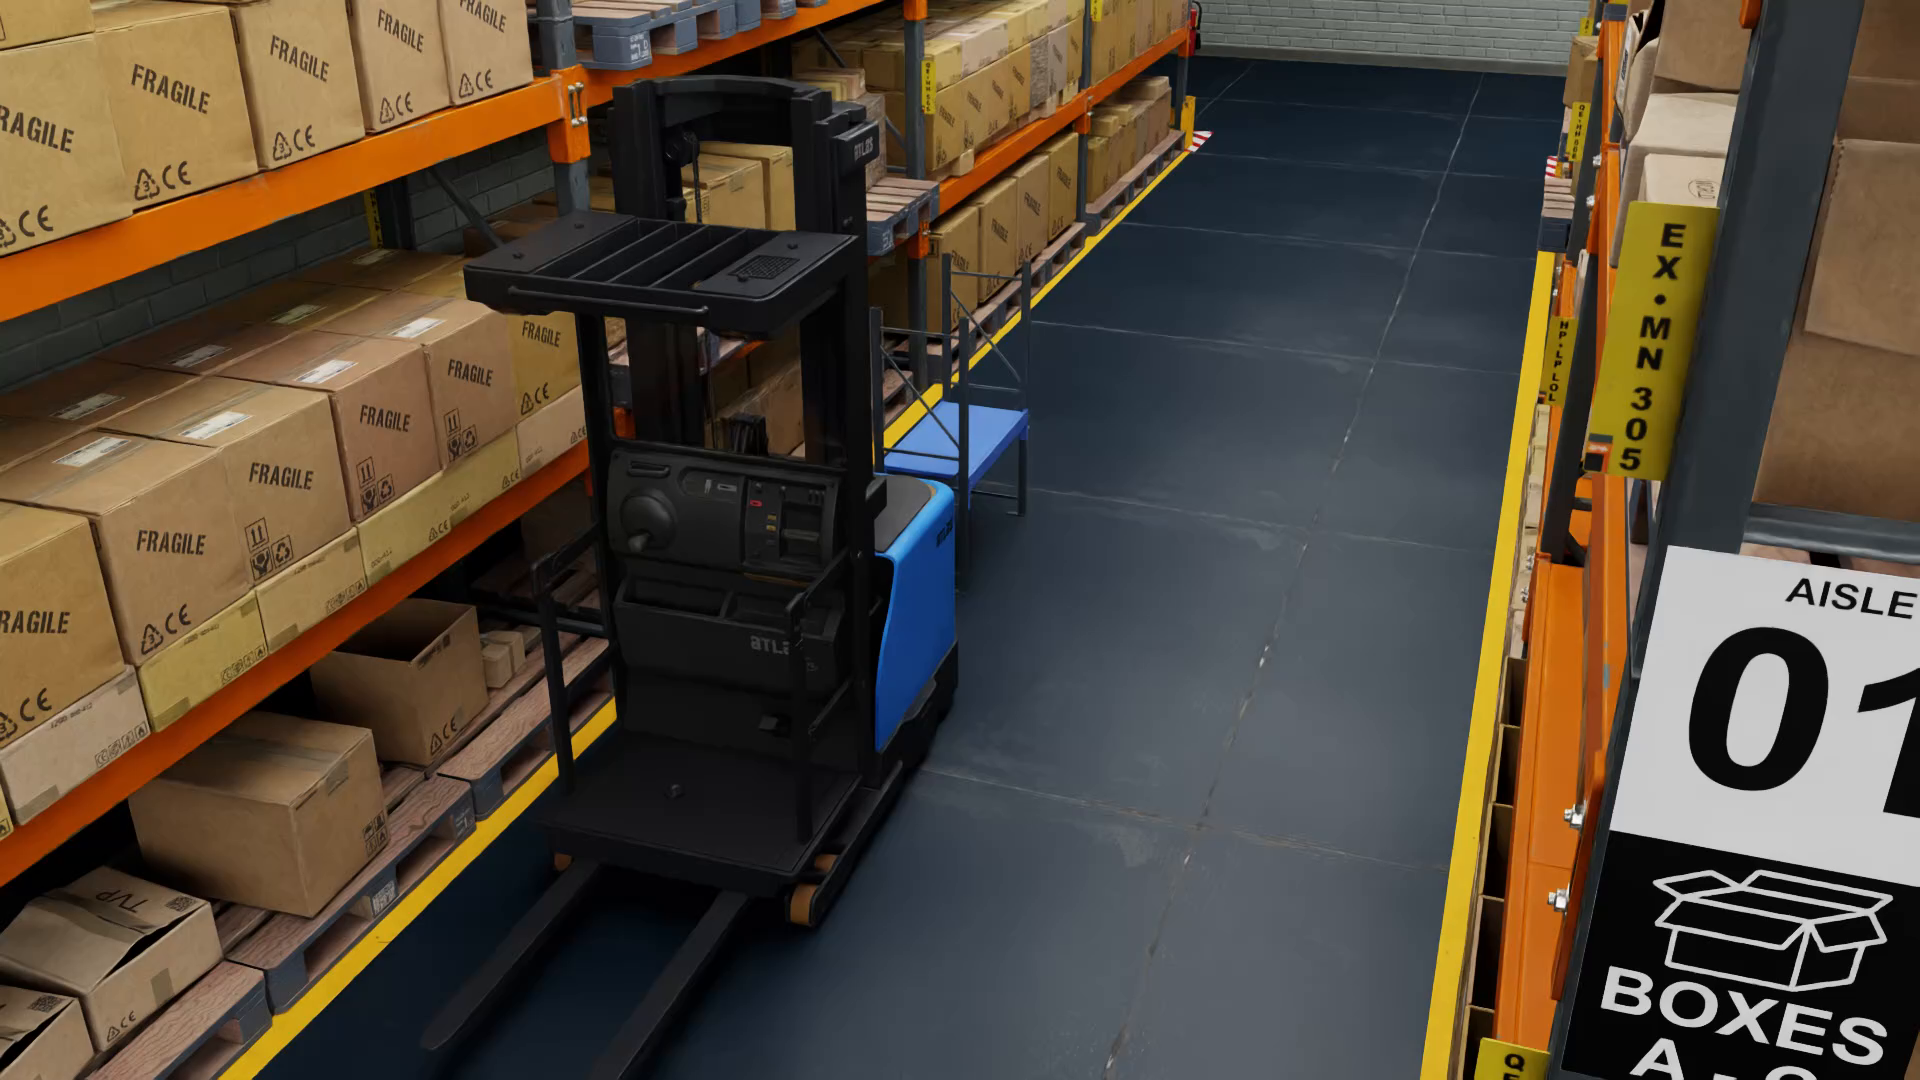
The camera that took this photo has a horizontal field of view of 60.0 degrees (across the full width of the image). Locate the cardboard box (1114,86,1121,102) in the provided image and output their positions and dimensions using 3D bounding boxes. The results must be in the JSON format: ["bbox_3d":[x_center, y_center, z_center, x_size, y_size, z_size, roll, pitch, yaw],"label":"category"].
[{"bbox_3d":[1.411,-4.540,16.827,0.380,0.149,0.250,9,27,18],"label":"cardboard box"}]

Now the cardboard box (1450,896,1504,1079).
[{"bbox_3d":[1.681,1.404,4.720,0.500,0.500,0.500,9,27,17],"label":"cardboard box"}]

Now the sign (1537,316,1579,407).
[{"bbox_3d":[2.113,-0.629,5.869,0.100,0.325,0.005,9,27,17],"label":"sign"}]

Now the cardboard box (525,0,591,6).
[{"bbox_3d":[-1.787,-2.583,7.103,0.500,0.500,0.500,13,29,25],"label":"cardboard box"}]

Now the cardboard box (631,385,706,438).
[{"bbox_3d":[-1.672,-0.682,8.720,0.500,0.250,0.500,8,27,16],"label":"cardboard box"}]

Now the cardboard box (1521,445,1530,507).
[{"bbox_3d":[3.341,-0.285,9.069,0.500,0.250,0.500,8,27,16],"label":"cardboard box"}]

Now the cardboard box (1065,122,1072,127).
[{"bbox_3d":[0.988,-4.016,15.744,0.380,0.149,0.250,8,27,16],"label":"cardboard box"}]

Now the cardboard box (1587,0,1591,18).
[{"bbox_3d":[6.225,-4.901,15.815,0.500,0.500,0.500,9,27,19],"label":"cardboard box"}]

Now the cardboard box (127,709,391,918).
[{"bbox_3d":[-2.580,0.986,6.136,0.700,0.500,0.500,7,27,14],"label":"cardboard box"}]

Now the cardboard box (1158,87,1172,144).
[{"bbox_3d":[1.810,-4.479,17.445,0.700,0.500,0.500,9,27,17],"label":"cardboard box"}]

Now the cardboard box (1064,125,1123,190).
[{"bbox_3d":[1.133,-3.635,15.703,0.700,0.500,0.500,8,27,17],"label":"cardboard box"}]

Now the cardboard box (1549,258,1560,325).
[{"bbox_3d":[4.390,-1.633,11.544,0.500,0.500,0.500,8,27,15],"label":"cardboard box"}]

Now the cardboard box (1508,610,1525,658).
[{"bbox_3d":[2.492,0.519,6.765,0.500,0.311,0.500,9,27,17],"label":"cardboard box"}]

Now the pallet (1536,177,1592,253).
[{"bbox_3d":[4.118,-1.915,9.983,1.213,0.211,1.003,9,27,17],"label":"pallet"}]

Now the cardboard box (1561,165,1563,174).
[{"bbox_3d":[6.006,-3.573,15.837,0.500,0.250,0.500,9,27,17],"label":"cardboard box"}]

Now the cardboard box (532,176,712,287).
[{"bbox_3d":[-1.650,-1.461,8.207,0.700,0.500,0.500,12,28,23],"label":"cardboard box"}]

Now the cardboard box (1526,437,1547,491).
[{"bbox_3d":[3.169,-0.317,8.493,0.500,0.311,0.500,8,27,16],"label":"cardboard box"}]

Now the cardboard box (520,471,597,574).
[{"bbox_3d":[-1.815,-0.163,8.509,0.700,0.500,0.500,10,27,19],"label":"cardboard box"}]

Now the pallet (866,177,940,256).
[{"bbox_3d":[-0.850,-2.035,10.230,1.213,0.211,1.003,9,27,17],"label":"pallet"}]

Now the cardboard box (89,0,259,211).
[{"bbox_3d":[-2.489,-1.300,4.913,0.500,0.500,0.500,10,28,21],"label":"cardboard box"}]

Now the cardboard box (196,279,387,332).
[{"bbox_3d":[-2.574,-0.690,6.521,0.500,0.500,0.500,9,27,17],"label":"cardboard box"}]

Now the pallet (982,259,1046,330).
[{"bbox_3d":[0.027,-1.987,13.112,1.003,0.211,1.213,9,27,17],"label":"pallet"}]

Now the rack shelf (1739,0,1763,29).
[{"bbox_3d":[1.962,-1.443,3.189,1.077,0.370,4.000,9,27,17],"label":"rack shelf"}]

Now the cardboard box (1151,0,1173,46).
[{"bbox_3d":[1.557,-5.340,16.493,0.980,0.700,0.700,9,27,17],"label":"cardboard box"}]

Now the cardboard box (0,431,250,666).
[{"bbox_3d":[-2.582,0.014,5.069,0.500,0.500,0.500,8,27,16],"label":"cardboard box"}]

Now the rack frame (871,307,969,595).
[{"bbox_3d":[-0.198,-0.431,8.419,0.500,1.500,0.032,9,27,17],"label":"rack frame"}]

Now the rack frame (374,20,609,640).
[{"bbox_3d":[-2.045,-0.786,7.430,1.000,3.000,0.127,9,27,17],"label":"rack frame"}]

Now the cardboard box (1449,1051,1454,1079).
[{"bbox_3d":[1.684,1.742,4.883,0.500,0.250,0.500,9,27,17],"label":"cardboard box"}]

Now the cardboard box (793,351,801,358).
[{"bbox_3d":[-1.185,-1.004,10.245,0.700,0.500,0.500,9,27,17],"label":"cardboard box"}]

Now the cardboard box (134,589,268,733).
[{"bbox_3d":[-2.580,0.338,5.258,0.500,0.250,0.500,8,27,17],"label":"cardboard box"}]

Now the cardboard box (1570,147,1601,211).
[{"bbox_3d":[4.062,-2.222,9.800,0.700,0.500,0.500,0,26,0],"label":"cardboard box"}]

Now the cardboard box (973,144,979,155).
[{"bbox_3d":[-0.080,-2.855,11.971,0.380,0.149,0.250,9,27,19],"label":"cardboard box"}]

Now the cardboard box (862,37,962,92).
[{"bbox_3d":[-0.310,-3.116,10.903,0.500,0.250,0.500,9,27,19],"label":"cardboard box"}]

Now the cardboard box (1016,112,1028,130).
[{"bbox_3d":[0.308,-3.273,12.834,0.380,0.149,0.250,8,27,16],"label":"cardboard box"}]

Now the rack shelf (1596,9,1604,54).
[{"bbox_3d":[4.624,-3.561,10.545,1.077,0.370,4.000,9,27,17],"label":"rack shelf"}]

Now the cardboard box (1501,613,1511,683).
[{"bbox_3d":[2.663,0.560,7.325,0.500,0.250,0.500,8,27,17],"label":"cardboard box"}]

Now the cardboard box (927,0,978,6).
[{"bbox_3d":[-0.111,-4.025,12.781,0.500,0.250,0.500,8,27,16],"label":"cardboard box"}]

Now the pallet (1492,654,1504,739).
[{"bbox_3d":[2.836,0.878,7.194,1.003,0.211,1.213,9,27,17],"label":"pallet"}]

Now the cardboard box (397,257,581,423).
[{"bbox_3d":[-1.910,-0.825,6.801,0.500,0.500,0.500,9,27,17],"label":"cardboard box"}]

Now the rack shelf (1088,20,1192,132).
[{"bbox_3d":[1.283,-4.571,16.075,1.077,0.370,4.000,9,27,17],"label":"rack shelf"}]

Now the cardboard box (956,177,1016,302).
[{"bbox_3d":[-0.048,-2.293,12.529,0.750,0.750,0.750,9,27,17],"label":"cardboard box"}]

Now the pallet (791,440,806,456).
[{"bbox_3d":[-1.383,-0.354,9.738,1.003,0.211,1.213,9,27,17],"label":"pallet"}]

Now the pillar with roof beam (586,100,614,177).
[{"bbox_3d":[2.098,-4.096,7.384,9.100,9.000,0.400,9,27,17],"label":"pillar with roof beam"}]

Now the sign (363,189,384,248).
[{"bbox_3d":[-2.569,-1.386,7.341,0.100,0.325,0.005,9,27,17],"label":"sign"}]

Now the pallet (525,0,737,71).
[{"bbox_3d":[-1.739,-2.289,7.310,1.213,0.211,1.003,9,27,17],"label":"pallet"}]

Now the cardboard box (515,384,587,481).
[{"bbox_3d":[-1.917,-0.488,6.966,0.500,0.250,0.500,9,27,18],"label":"cardboard box"}]

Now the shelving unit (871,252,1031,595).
[{"bbox_3d":[-0.028,-0.640,8.851,0.538,1.500,1.048,9,27,17],"label":"shelving unit"}]

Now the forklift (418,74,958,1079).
[{"bbox_3d":[-0.956,-0.065,6.021,1.130,2.935,3.031,8,27,16],"label":"forklift"}]

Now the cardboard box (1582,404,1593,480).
[{"bbox_3d":[2.747,-0.396,6.780,0.396,0.266,0.258,8,27,16],"label":"cardboard box"}]

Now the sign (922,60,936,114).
[{"bbox_3d":[-0.199,-2.840,10.436,0.100,0.325,0.005,9,27,17],"label":"sign"}]

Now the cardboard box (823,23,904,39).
[{"bbox_3d":[-0.632,-3.391,11.472,0.500,0.250,0.500,8,27,16],"label":"cardboard box"}]

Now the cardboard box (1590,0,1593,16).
[{"bbox_3d":[5.719,-4.721,14.297,0.500,0.500,0.500,8,27,17],"label":"cardboard box"}]

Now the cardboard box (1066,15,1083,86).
[{"bbox_3d":[0.702,-4.035,13.662,0.500,0.500,0.500,8,27,17],"label":"cardboard box"}]

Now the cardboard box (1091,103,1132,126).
[{"bbox_3d":[1.423,-4.050,15.815,0.380,0.149,0.250,8,27,16],"label":"cardboard box"}]

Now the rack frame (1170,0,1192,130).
[{"bbox_3d":[1.949,-5.717,17.615,1.000,3.000,0.127,9,27,17],"label":"rack frame"}]

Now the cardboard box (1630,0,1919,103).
[{"bbox_3d":[1.961,-1.059,3.792,0.797,0.503,0.637,12,28,23],"label":"cardboard box"}]

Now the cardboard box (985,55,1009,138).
[{"bbox_3d":[0.039,-3.197,11.933,0.500,0.500,0.500,9,27,17],"label":"cardboard box"}]

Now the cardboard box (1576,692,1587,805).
[{"bbox_3d":[2.146,0.493,4.675,0.700,0.500,0.500,9,27,18],"label":"cardboard box"}]

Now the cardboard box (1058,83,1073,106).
[{"bbox_3d":[0.710,-3.682,13.678,0.380,0.149,0.250,9,27,18],"label":"cardboard box"}]

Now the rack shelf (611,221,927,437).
[{"bbox_3d":[-1.379,-1.284,9.285,1.077,0.370,4.000,9,27,17],"label":"rack shelf"}]
